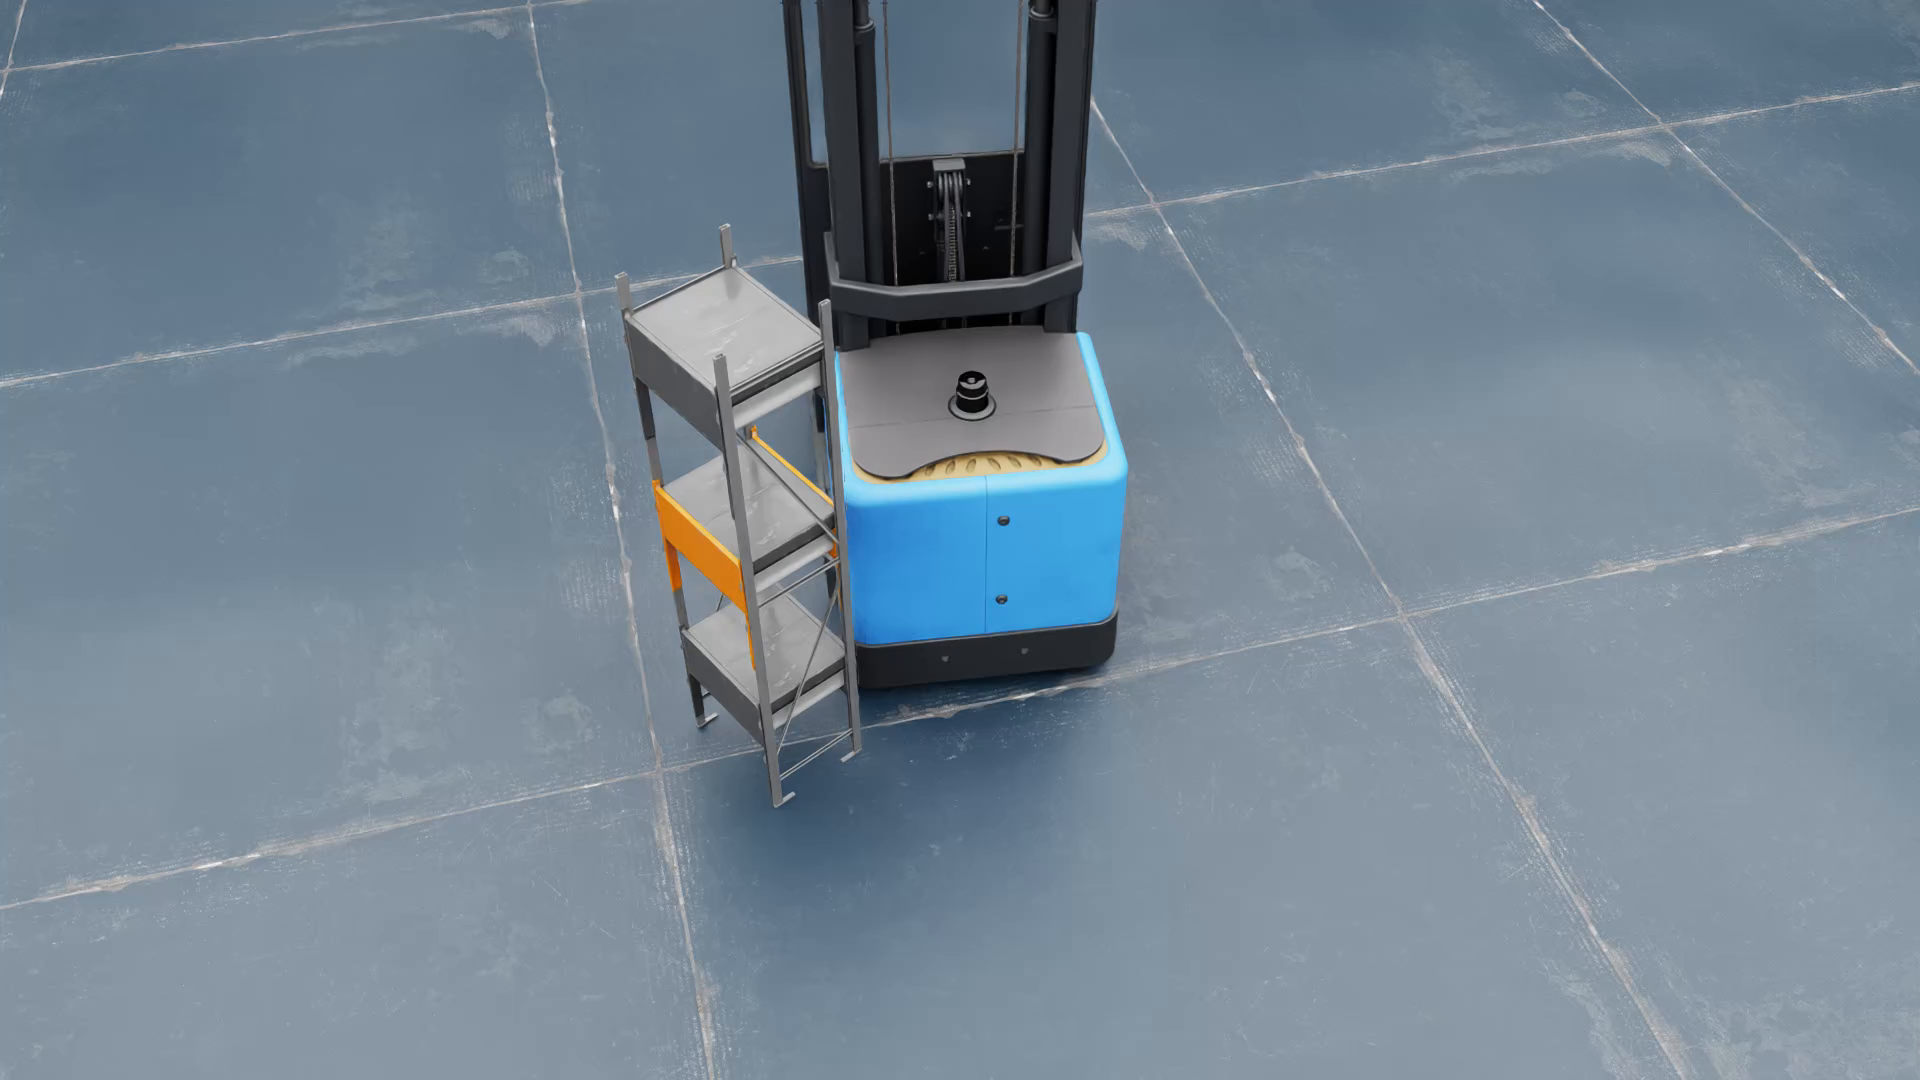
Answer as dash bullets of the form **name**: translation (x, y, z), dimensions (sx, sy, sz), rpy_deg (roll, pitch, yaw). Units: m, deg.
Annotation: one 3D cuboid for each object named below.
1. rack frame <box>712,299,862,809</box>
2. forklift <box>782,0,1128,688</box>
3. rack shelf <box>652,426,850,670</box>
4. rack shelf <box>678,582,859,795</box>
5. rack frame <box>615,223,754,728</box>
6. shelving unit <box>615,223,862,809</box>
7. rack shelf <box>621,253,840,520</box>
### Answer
- **rack frame**: translation (-0.523, 0.145, 5.389), dimensions (0.400, 2.100, 0.015), rpy_deg (-32, 54, -27)
- **forklift**: translation (-0.104, -1.521, 6.439), dimensions (1.130, 2.935, 3.031), rpy_deg (-5, 46, -5)
- **rack shelf**: translation (-0.683, 0.023, 5.527), dimensions (0.431, 0.518, 0.480), rpy_deg (-32, 54, -27)
- **rack shelf**: translation (-0.683, 0.513, 6.027), dimensions (0.431, 0.518, 0.480), rpy_deg (-32, 54, -27)
- **rack frame**: translation (-0.844, -0.118, 5.646), dimensions (0.400, 2.100, 0.015), rpy_deg (-32, 54, -27)
- **shelving unit**: translation (-0.683, 0.013, 5.517), dimensions (0.431, 2.100, 0.503), rpy_deg (-32, 54, -27)
- **rack shelf**: translation (-0.683, -0.467, 5.027), dimensions (0.431, 0.518, 0.480), rpy_deg (-32, 54, -27)
